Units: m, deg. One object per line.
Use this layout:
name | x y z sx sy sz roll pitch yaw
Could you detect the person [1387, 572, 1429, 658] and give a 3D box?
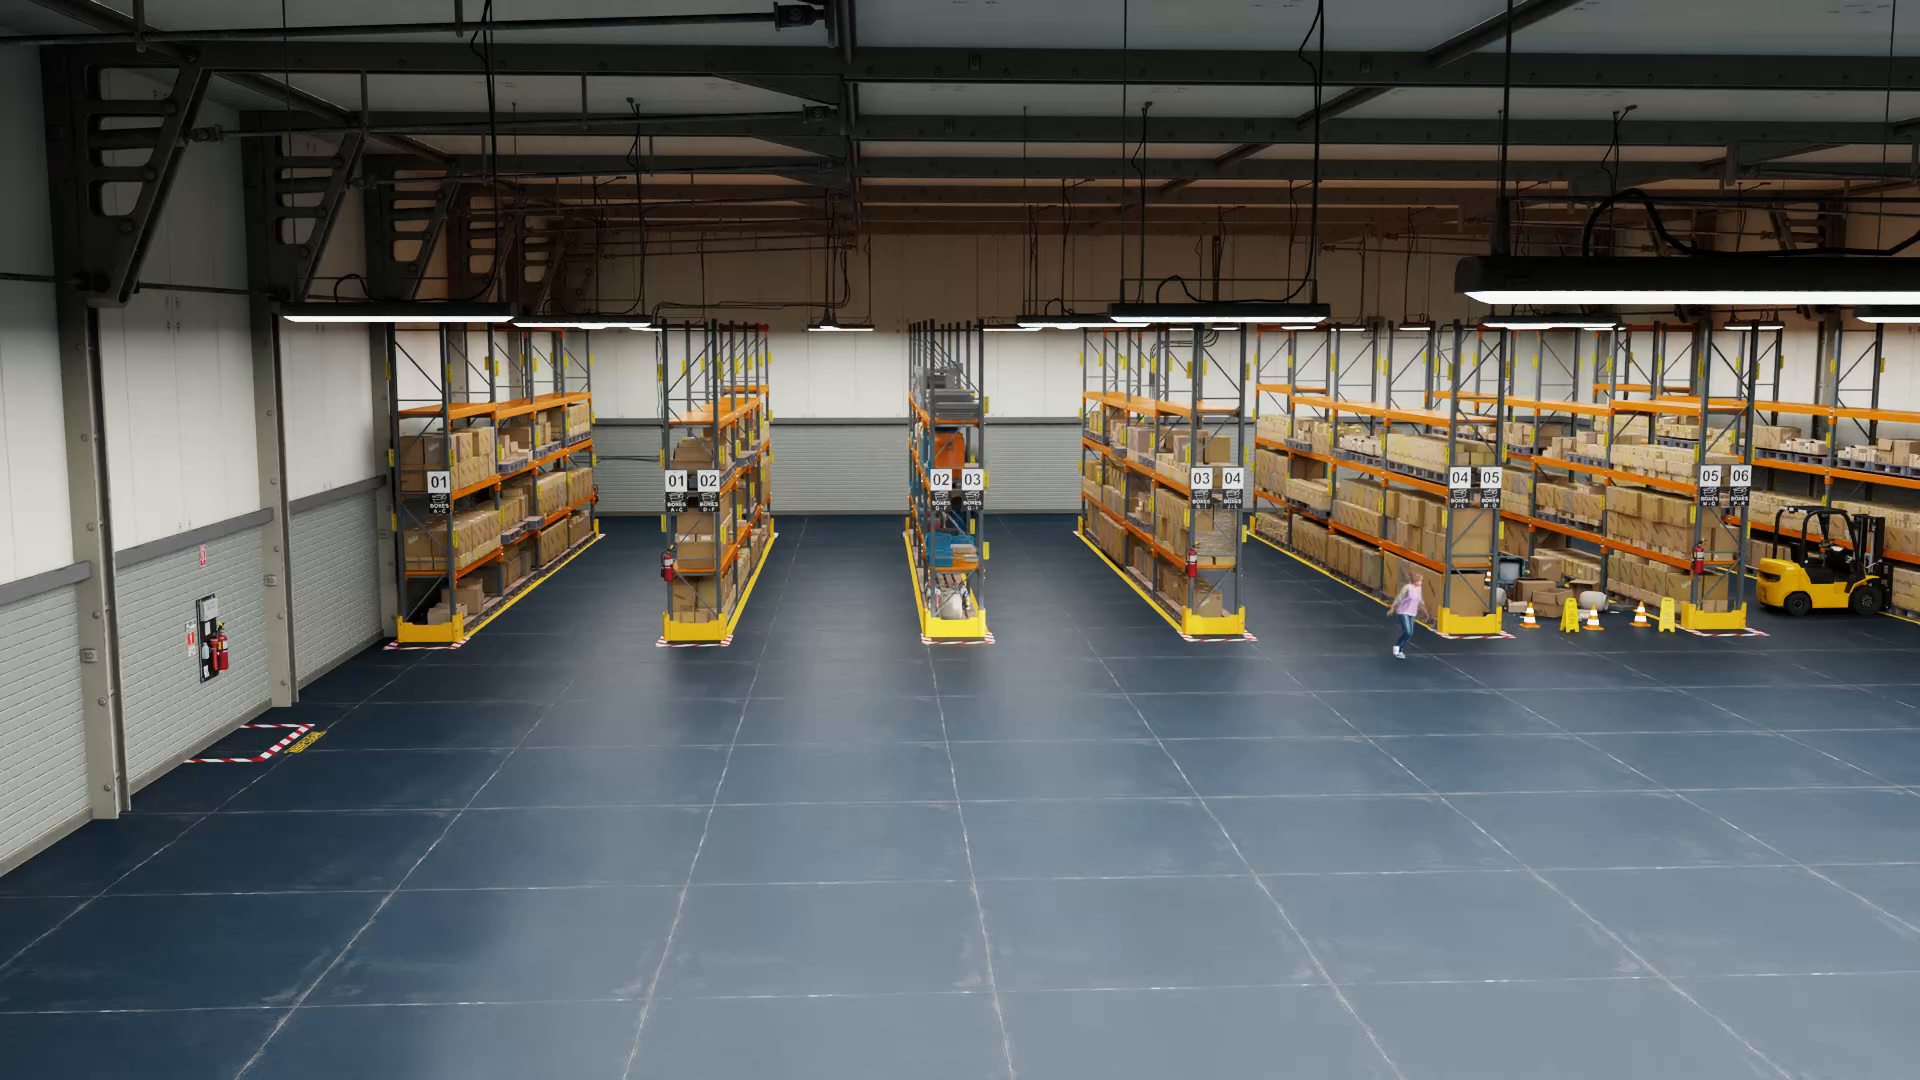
person | 7.950 1.339 29.440 0.538 1.556 0.614 -4 8 -32
